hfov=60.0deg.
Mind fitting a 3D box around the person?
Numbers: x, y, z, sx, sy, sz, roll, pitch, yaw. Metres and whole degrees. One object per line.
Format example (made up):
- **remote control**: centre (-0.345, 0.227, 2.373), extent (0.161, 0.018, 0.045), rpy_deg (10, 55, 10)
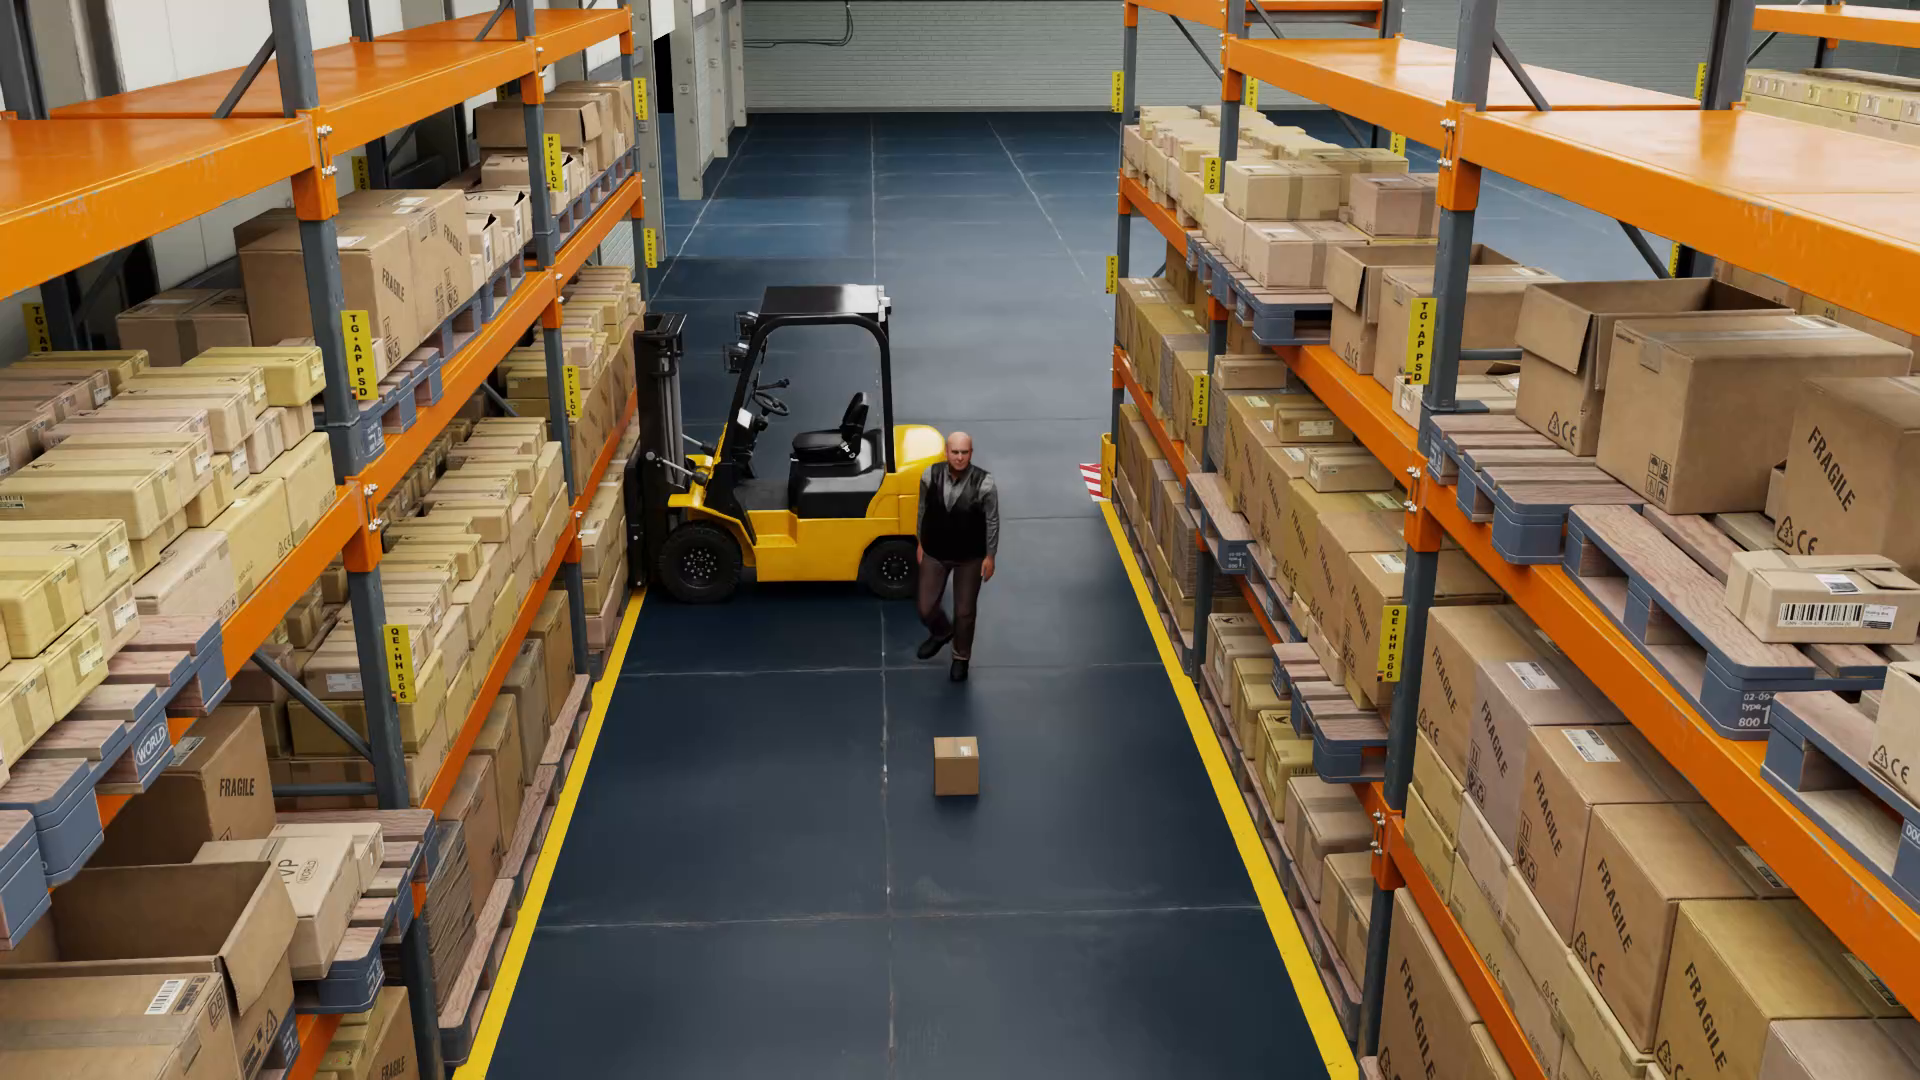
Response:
- **person**: centre (-0.021, 0.091, 10.834), extent (0.576, 1.713, 0.480), rpy_deg (4, 21, 11)
